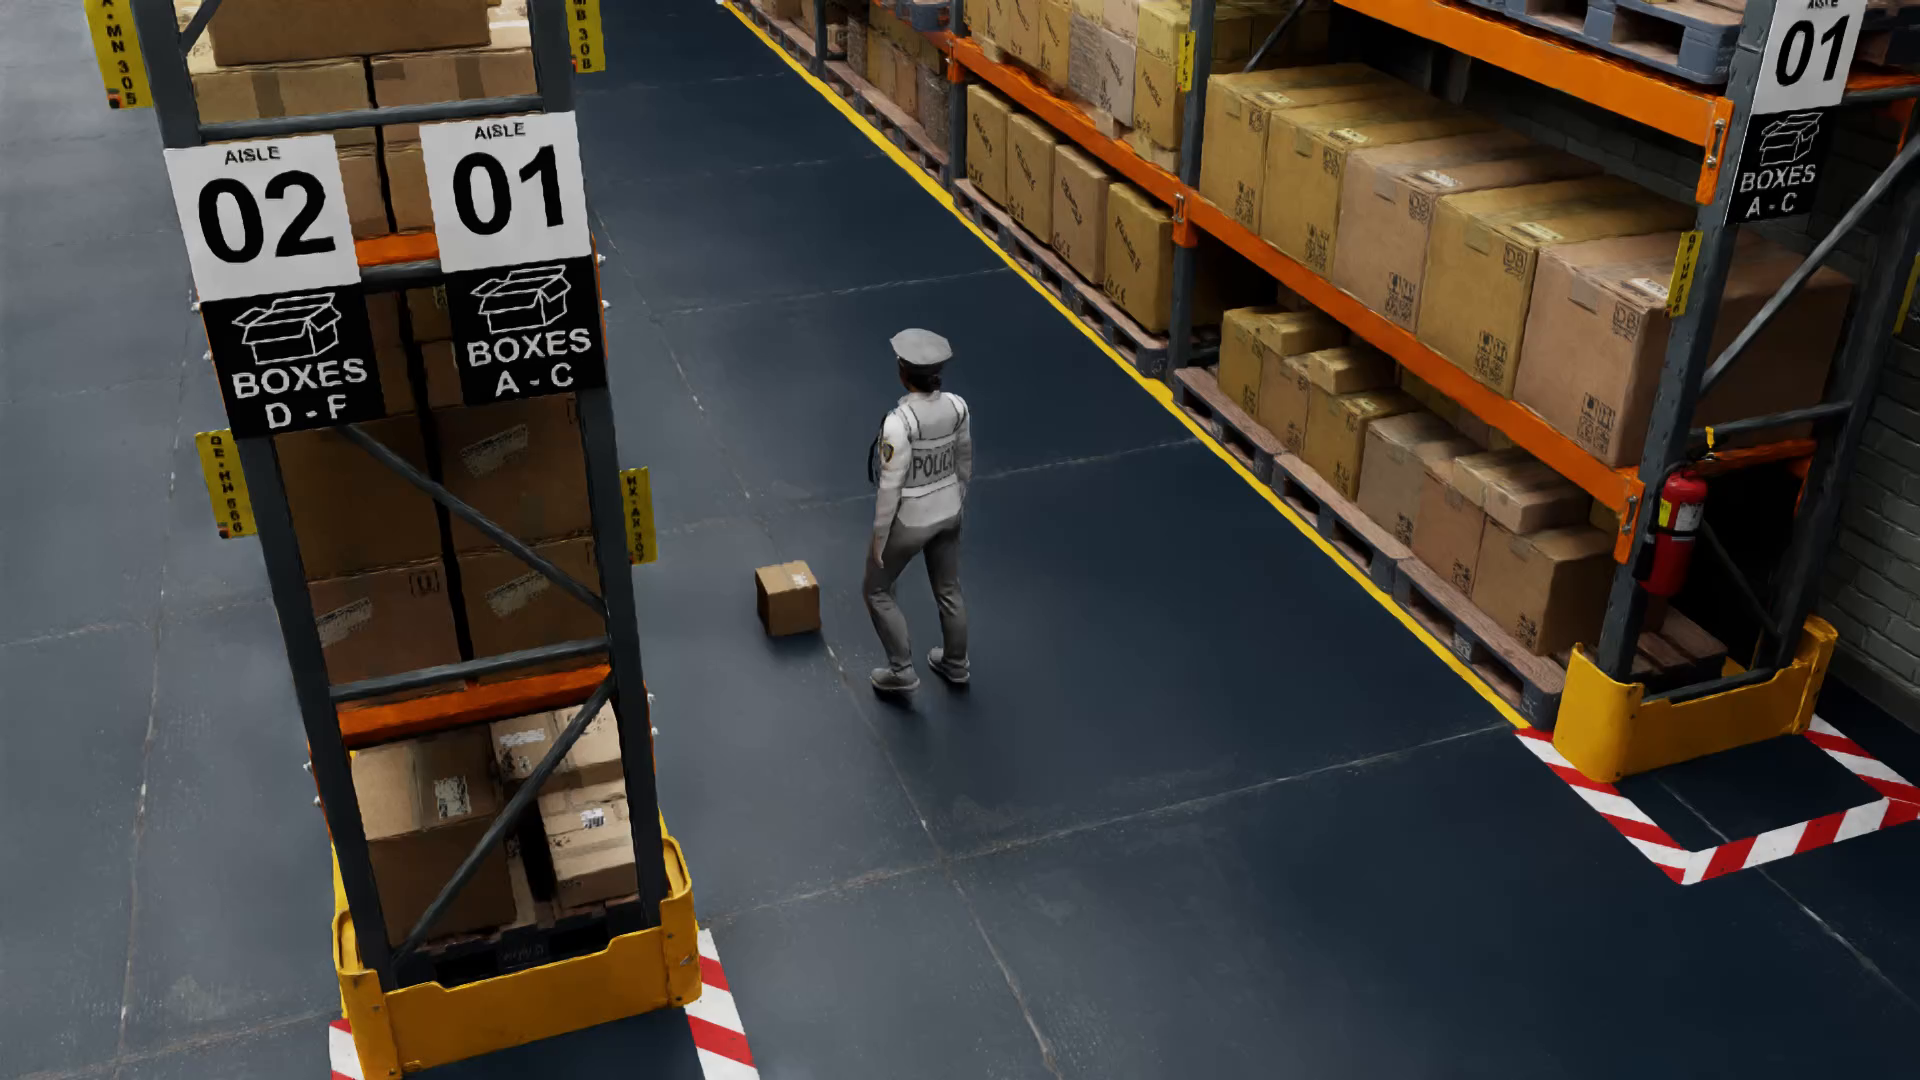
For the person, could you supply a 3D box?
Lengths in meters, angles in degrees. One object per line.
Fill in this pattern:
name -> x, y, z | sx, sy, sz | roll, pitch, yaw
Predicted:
person -> -0.174, -0.092, 7.235 | 0.560, 1.680, 0.360 | -26, 39, -37
